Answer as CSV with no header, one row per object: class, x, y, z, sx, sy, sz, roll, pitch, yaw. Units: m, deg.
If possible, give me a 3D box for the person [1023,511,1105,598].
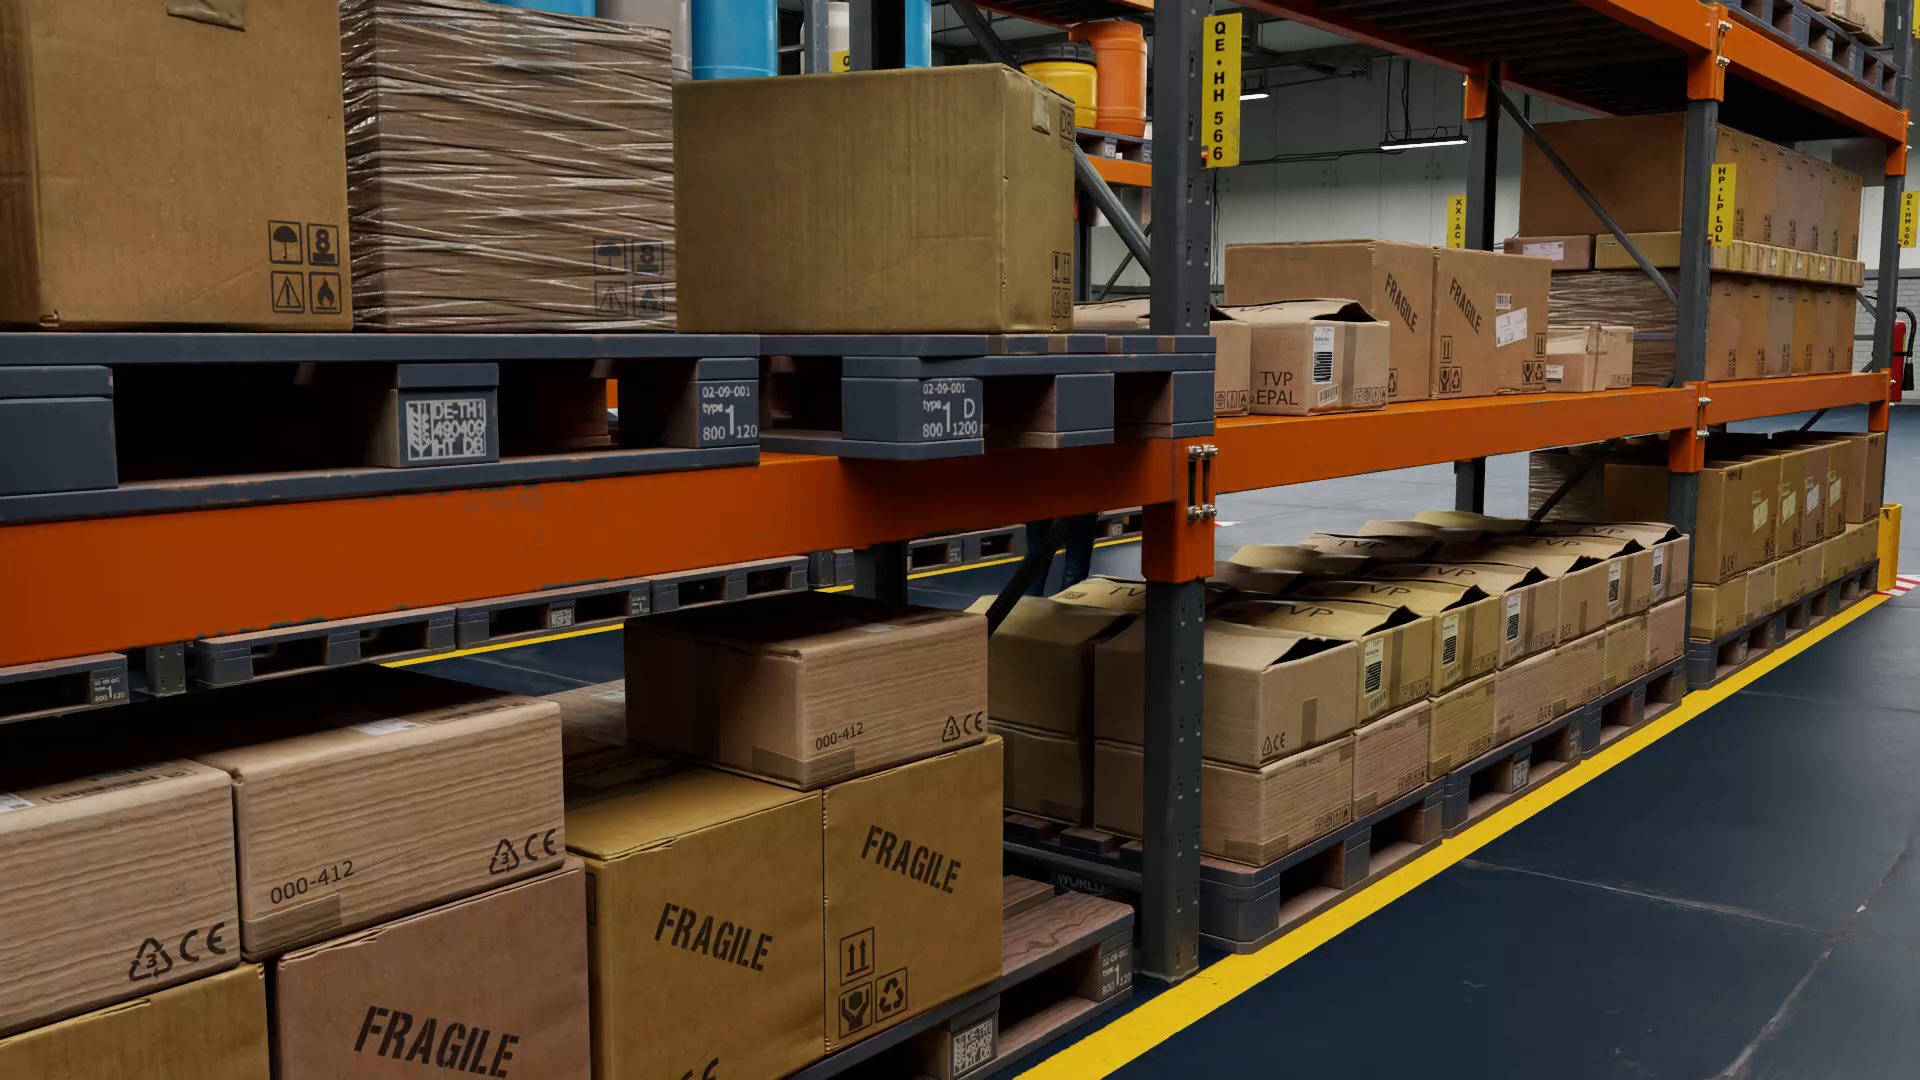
person,0.479,-0.207,7.641,0.476,1.630,0.419,4,8,28
